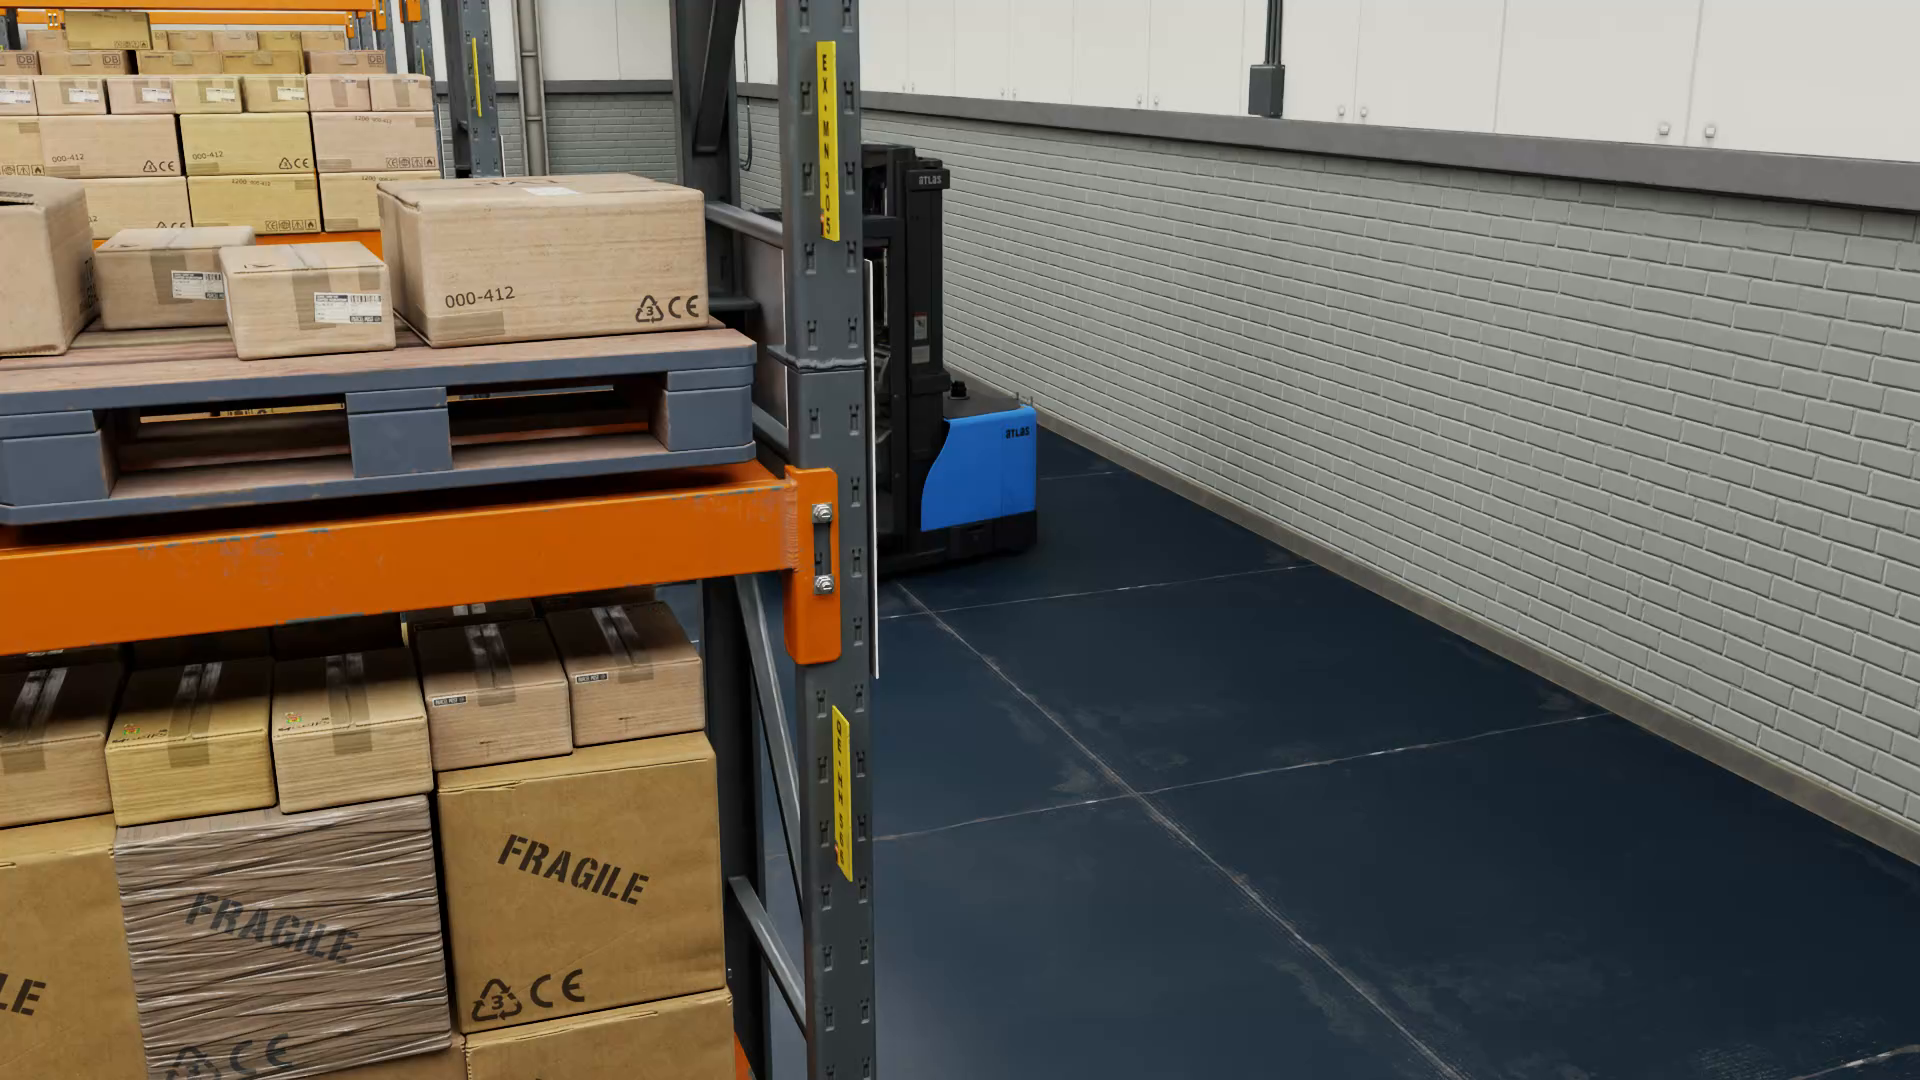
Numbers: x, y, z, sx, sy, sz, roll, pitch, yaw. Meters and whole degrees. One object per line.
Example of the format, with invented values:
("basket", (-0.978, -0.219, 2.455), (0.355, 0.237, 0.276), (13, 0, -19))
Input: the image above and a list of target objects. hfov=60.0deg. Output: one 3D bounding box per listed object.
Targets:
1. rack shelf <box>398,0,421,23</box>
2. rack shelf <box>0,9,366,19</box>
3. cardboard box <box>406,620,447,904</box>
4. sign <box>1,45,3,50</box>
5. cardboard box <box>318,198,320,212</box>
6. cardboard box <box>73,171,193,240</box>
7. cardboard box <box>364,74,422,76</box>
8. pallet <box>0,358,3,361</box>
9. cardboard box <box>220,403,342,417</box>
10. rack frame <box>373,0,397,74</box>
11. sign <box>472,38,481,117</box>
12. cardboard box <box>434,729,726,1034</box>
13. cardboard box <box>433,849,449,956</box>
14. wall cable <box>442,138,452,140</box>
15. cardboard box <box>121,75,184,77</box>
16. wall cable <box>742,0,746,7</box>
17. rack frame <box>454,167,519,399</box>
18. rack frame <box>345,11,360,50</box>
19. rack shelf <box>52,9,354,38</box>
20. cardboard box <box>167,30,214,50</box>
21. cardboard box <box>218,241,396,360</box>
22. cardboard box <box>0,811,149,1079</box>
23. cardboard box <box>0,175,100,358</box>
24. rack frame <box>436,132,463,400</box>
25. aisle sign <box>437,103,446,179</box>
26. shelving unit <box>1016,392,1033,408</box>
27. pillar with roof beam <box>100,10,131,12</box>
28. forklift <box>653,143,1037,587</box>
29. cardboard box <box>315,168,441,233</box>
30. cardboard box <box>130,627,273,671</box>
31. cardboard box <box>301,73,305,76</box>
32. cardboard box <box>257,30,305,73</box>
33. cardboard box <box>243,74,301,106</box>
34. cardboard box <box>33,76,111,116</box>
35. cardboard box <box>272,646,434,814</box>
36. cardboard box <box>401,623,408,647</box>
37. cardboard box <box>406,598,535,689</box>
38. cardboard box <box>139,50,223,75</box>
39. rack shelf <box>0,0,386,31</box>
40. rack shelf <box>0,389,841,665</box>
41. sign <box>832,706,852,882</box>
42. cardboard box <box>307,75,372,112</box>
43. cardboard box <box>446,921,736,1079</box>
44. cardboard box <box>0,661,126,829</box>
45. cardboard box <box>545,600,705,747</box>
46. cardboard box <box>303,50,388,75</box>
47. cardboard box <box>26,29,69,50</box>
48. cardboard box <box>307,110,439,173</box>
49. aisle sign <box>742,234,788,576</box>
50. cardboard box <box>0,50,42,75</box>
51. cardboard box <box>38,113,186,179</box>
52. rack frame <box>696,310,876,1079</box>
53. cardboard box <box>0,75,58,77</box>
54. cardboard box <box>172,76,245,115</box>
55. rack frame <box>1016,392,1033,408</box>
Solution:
("rack shelf", (-5.819, -3.740, 11.351), (4.000, 0.370, 1.077), (-6, 17, -20))
("rack shelf", (-9.361, -6.537, 20.172), (4.000, 0.370, 1.077), (-6, 17, -20))
("cardboard box", (-0.956, 0.453, 3.781), (0.500, 0.500, 0.500), (-7, 18, -21))
("sign", (-11.026, -5.535, 19.181), (0.005, 0.325, 0.100), (-6, 17, -20))
("cardboard box", (-8.297, -4.085, 21.009), (0.500, 0.500, 0.500), (-6, 17, -20))
("cardboard box", (-3.543, -1.437, 7.111), (0.500, 0.250, 0.500), (-5, 17, -18))
("cardboard box", (-2.655, -2.111, 7.811), (0.250, 0.149, 0.380), (-6, 18, -21))
("pallet", (-2.236, -0.188, 2.749), (1.213, 0.211, 1.003), (-6, 17, -20))
("cardboard box", (-3.083, -0.793, 7.495), (0.500, 0.500, 0.500), (-7, 18, -22))
("rack frame", (-5.724, -5.782, 16.317), (0.127, 3.000, 1.000), (-6, 17, -20))
("sign", (-2.091, -2.001, 7.195), (0.005, 0.325, 0.100), (-6, 17, -20))
("cardboard box", (-0.771, 0.590, 3.312), (0.500, 0.500, 0.500), (-6, 17, -18))
("cardboard box", (-0.957, 0.932, 3.924), (0.500, 0.500, 0.500), (-6, 18, -21))
("wall cable", (-8.412, -6.376, 27.183), (1.851, 1.984, 0.084), (-6, 17, -20))
("cardboard box", (-3.609, -2.004, 7.446), (0.250, 0.149, 0.380), (-6, 17, -18))
("wall cable", (-2.892, -9.086, 24.117), (0.112, 2.526, 3.097), (-6, 17, -20))
("rack frame", (-2.271, -0.285, 8.246), (0.127, 3.000, 1.000), (-6, 17, -20))
("rack frame", (-9.269, -8.389, 25.193), (0.127, 3.000, 1.000), (-6, 17, -20))
("rack shelf", (-11.137, -7.650, 24.664), (4.000, 0.370, 1.077), (-6, 17, -20))
("cardboard box", (-9.393, -5.986, 20.382), (0.500, 0.500, 0.700), (-6, 17, -20))
("cardboard box", (-1.157, -0.429, 2.935), (0.250, 0.149, 0.380), (-8, 18, -24))
("cardboard box", (-1.711, 0.700, 2.939), (0.500, 0.500, 0.500), (-6, 17, -20))
("cardboard box", (-1.821, -0.501, 2.893), (0.500, 0.311, 0.500), (-6, 17, -19))
("rack frame", (-3.952, -1.601, 12.725), (0.127, 3.000, 1.000), (-6, 17, -20))
("aisle sign", (-3.777, -2.776, 12.114), (0.004, 0.787, 0.394), (-6, 17, -20))
("shelving unit", (0.391, -0.587, 12.733), (0.252, 1.050, 0.215), (-11, 20, -33))
("pillar with roof beam", (-11.120, -7.151, 20.978), (0.400, 9.000, 9.100), (-6, 17, -20))
("forklift", (-0.930, -1.213, 11.527), (3.031, 2.935, 1.130), (-11, 20, -33))
("cardboard box", (-2.601, -1.537, 7.451), (0.500, 0.250, 0.500), (-7, 18, -21))
("cardboard box", (-1.579, 0.203, 3.479), (0.250, 0.149, 0.380), (-7, 18, -22))
("cardboard box", (-8.348, -5.645, 20.553), (0.500, 0.250, 0.500), (-6, 17, -20))
("cardboard box", (-8.464, -6.090, 20.737), (0.500, 0.500, 0.700), (-6, 17, -20))
("cardboard box", (-3.179, -2.082, 7.712), (0.250, 0.149, 0.380), (-6, 17, -20))
("cardboard box", (-3.684, -1.852, 6.929), (0.250, 0.149, 0.380), (-6, 17, -19))
("cardboard box", (-1.109, 0.337, 3.024), (0.250, 0.149, 0.380), (-6, 18, -21))
("cardboard box", (-2.882, 0.559, 8.629), (0.250, 0.149, 0.380), (-7, 18, -23))
("cardboard box", (-1.056, 0.176, 3.572), (0.250, 0.149, 0.380), (-6, 17, -19))
("cardboard box", (-5.452, -3.181, 11.682), (0.500, 0.500, 0.700), (-7, 18, -24))
("rack shelf", (-7.592, -5.043, 15.788), (4.000, 0.370, 1.077), (-6, 17, -20))
("rack shelf", (-2.273, 0.114, 2.838), (4.000, 0.370, 1.077), (-6, 17, -20))
("sign", (-0.225, 0.482, 3.158), (0.005, 0.325, 0.100), (-6, 17, -20))
("cardboard box", (-2.734, -1.968, 7.325), (0.250, 0.149, 0.380), (-6, 17, -19))
("cardboard box", (-0.761, 1.077, 3.429), (0.500, 0.500, 0.500), (-6, 17, -20))
("cardboard box", (-1.628, 0.359, 2.948), (0.250, 0.149, 0.380), (-6, 18, -21))
("cardboard box", (-0.669, 0.257, 3.297), (0.250, 0.149, 0.380), (-6, 17, -19))
("cardboard box", (-4.418, -3.271, 11.988), (0.500, 0.500, 0.700), (-7, 18, -23))
("cardboard box", (-10.788, -5.830, 19.852), (0.500, 0.500, 0.700), (-6, 17, -20))
("cardboard box", (-2.610, -1.779, 7.388), (0.500, 0.250, 0.500), (-7, 18, -22))
("aisle sign", (-0.442, -0.324, 3.764), (0.004, 0.787, 0.394), (-6, 17, -20))
("cardboard box", (-6.474, -3.082, 11.345), (0.500, 0.500, 0.700), (-5, 17, -17))
("cardboard box", (-3.567, -1.676, 7.038), (0.500, 0.250, 0.500), (-6, 17, -19))
("rack frame", (-0.406, 1.007, 3.846), (0.127, 3.000, 1.000), (-6, 17, -20))
("cardboard box", (-4.116, -1.962, 7.304), (0.250, 0.149, 0.380), (-6, 17, -18))
("cardboard box", (-3.189, -1.893, 7.067), (0.250, 0.149, 0.380), (-6, 17, -19))
("rack frame", (0.492, -0.606, 12.799), (0.008, 1.050, 0.200), (-11, 20, -33))
